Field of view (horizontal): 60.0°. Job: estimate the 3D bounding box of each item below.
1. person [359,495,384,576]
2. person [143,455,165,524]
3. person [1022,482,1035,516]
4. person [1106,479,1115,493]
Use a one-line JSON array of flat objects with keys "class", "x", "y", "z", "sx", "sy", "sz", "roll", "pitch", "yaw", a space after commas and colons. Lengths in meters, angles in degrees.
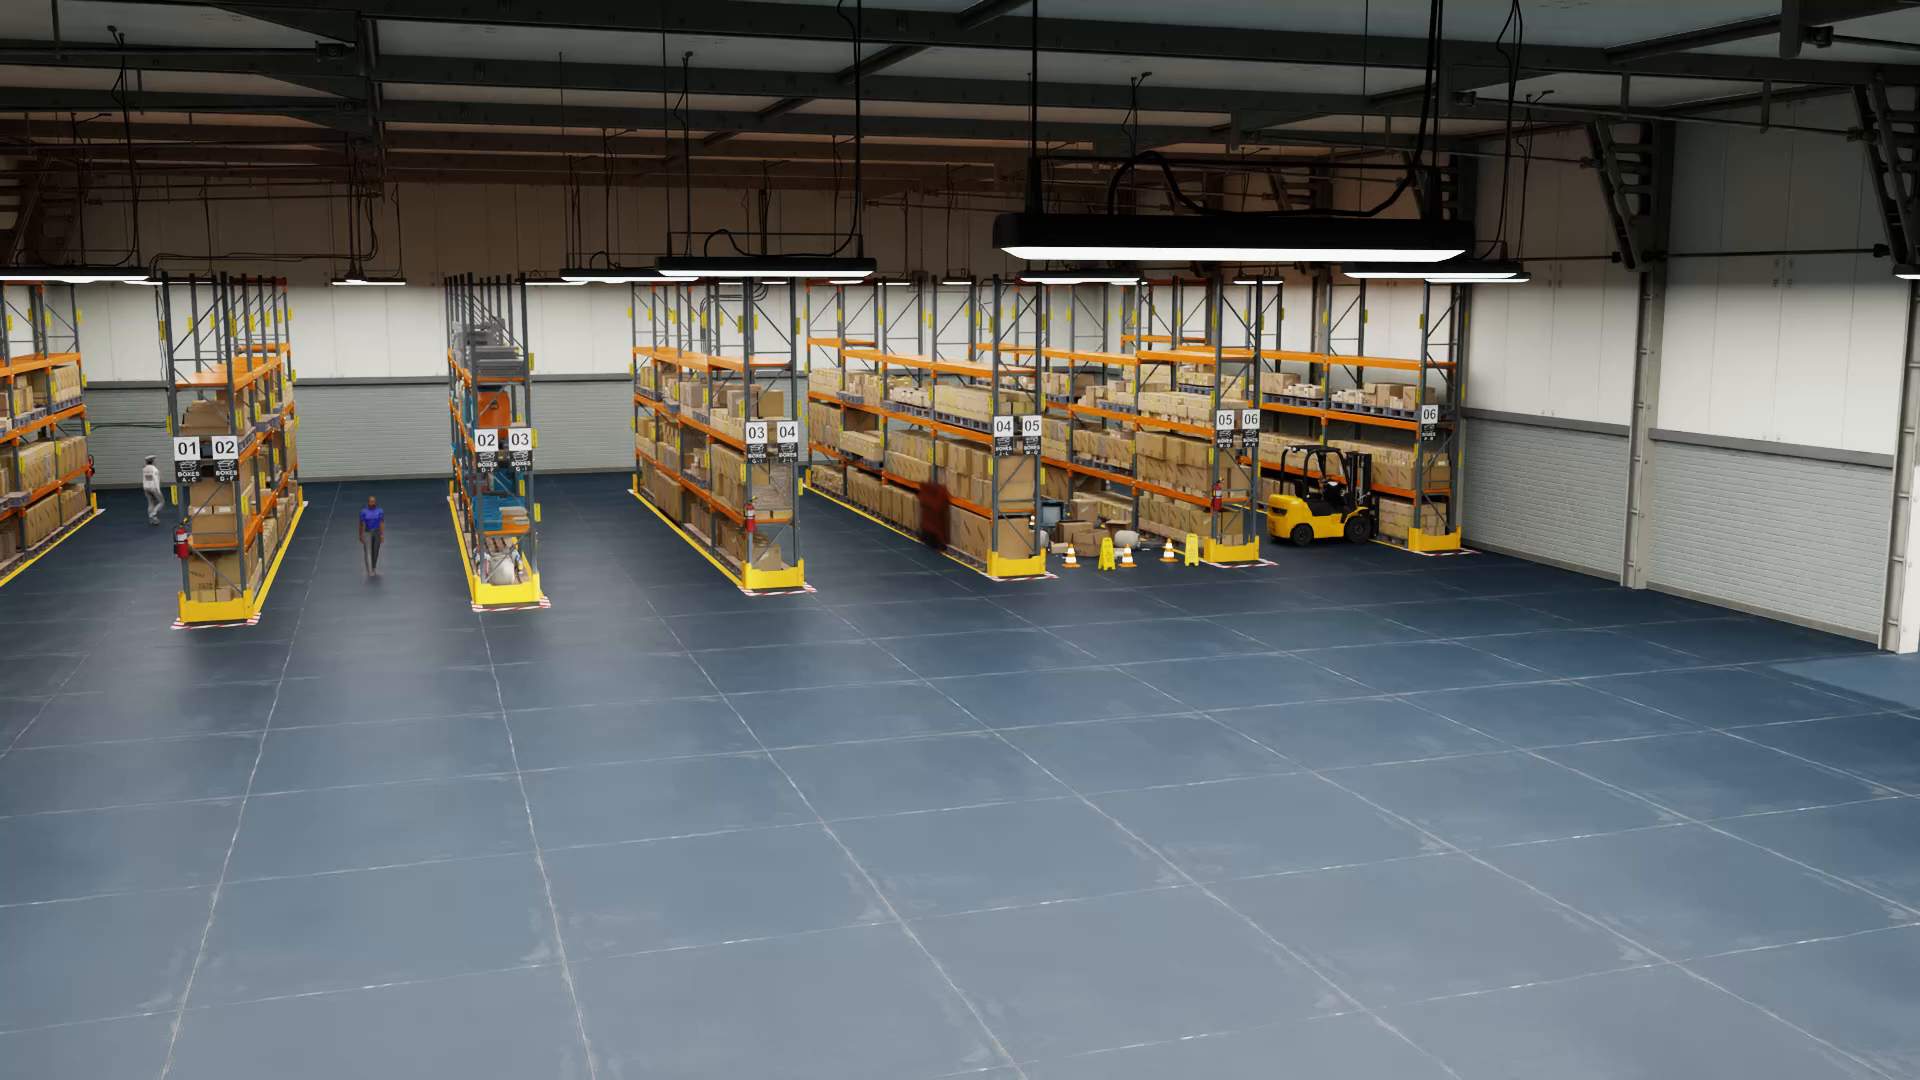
[{"class": "person", "x": -11.735, "y": -0.093, "z": 33.224, "sx": 0.490, "sy": 1.603, "sz": 0.988, "roll": -6, "pitch": 10, "yaw": -34}, {"class": "person", "x": -19.767, "y": -1.226, "z": 40.634, "sx": 0.514, "sy": 1.677, "sz": 0.448, "roll": 4, "pitch": 9, "yaw": 24}, {"class": "person", "x": 1.736, "y": -1.480, "z": 42.011, "sx": 0.464, "sy": 1.763, "sz": 0.588, "roll": 7, "pitch": 11, "yaw": 37}, {"class": "person", "x": 4.015, "y": -2.207, "z": 46.836, "sx": 0.659, "sy": 1.730, "sz": 1.089, "roll": -3, "pitch": 9, "yaw": -22}]
